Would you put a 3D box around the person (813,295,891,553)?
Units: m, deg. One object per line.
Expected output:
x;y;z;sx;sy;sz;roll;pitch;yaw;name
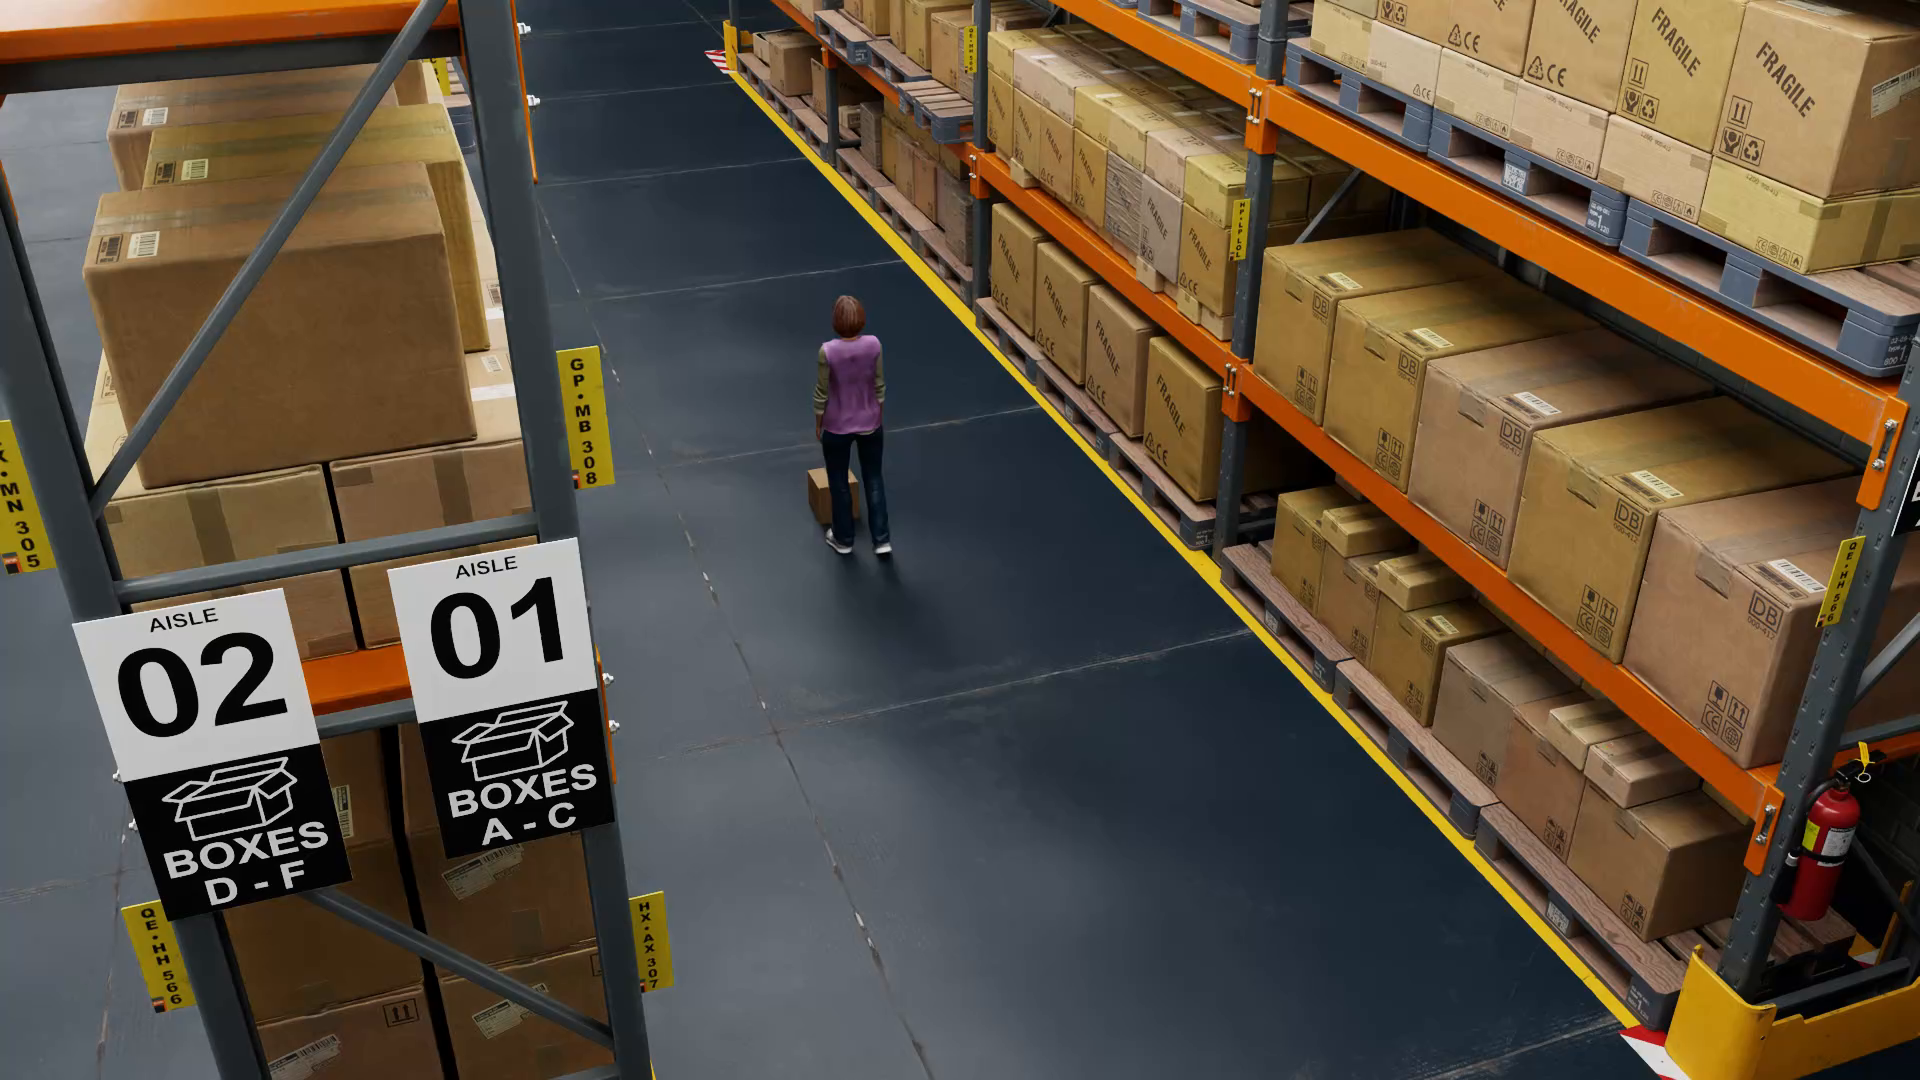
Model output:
-0.623;-0.620;9.453;0.413;1.652;0.391;-10;32;-16;person
